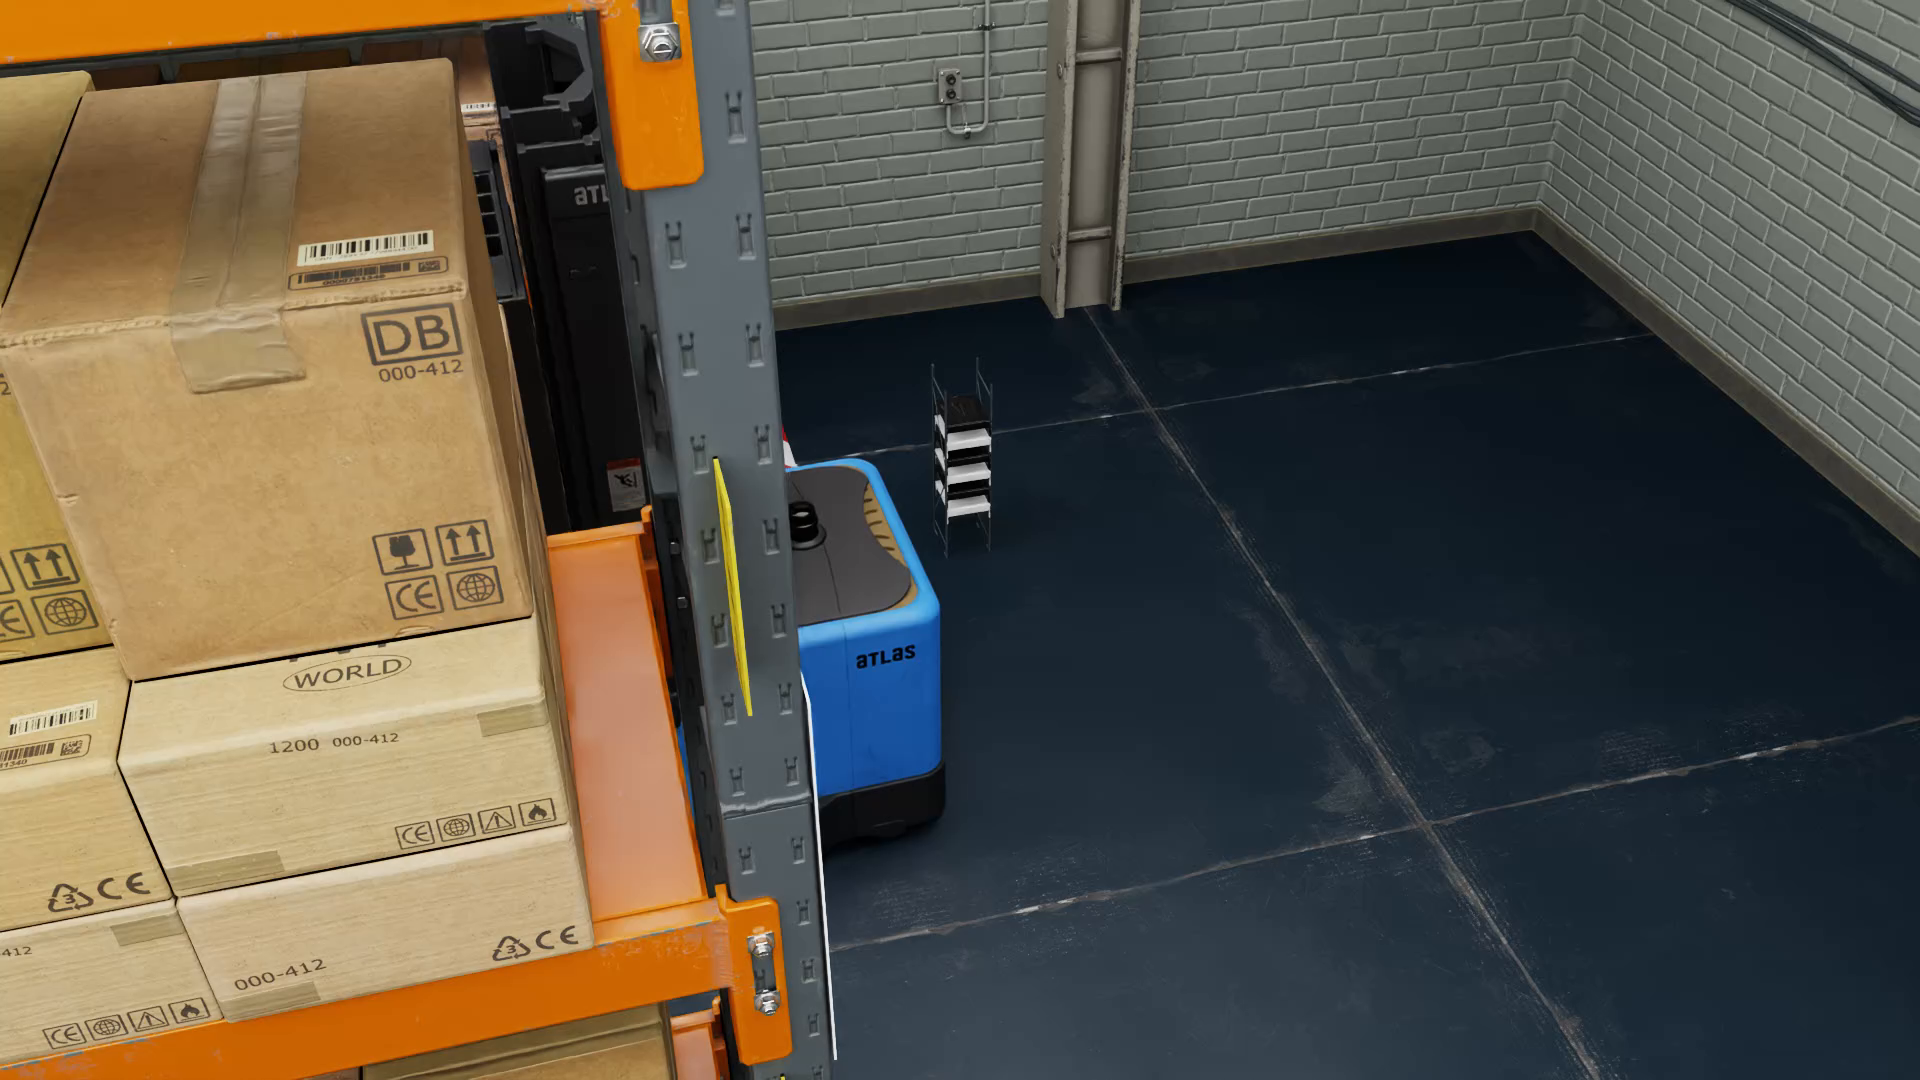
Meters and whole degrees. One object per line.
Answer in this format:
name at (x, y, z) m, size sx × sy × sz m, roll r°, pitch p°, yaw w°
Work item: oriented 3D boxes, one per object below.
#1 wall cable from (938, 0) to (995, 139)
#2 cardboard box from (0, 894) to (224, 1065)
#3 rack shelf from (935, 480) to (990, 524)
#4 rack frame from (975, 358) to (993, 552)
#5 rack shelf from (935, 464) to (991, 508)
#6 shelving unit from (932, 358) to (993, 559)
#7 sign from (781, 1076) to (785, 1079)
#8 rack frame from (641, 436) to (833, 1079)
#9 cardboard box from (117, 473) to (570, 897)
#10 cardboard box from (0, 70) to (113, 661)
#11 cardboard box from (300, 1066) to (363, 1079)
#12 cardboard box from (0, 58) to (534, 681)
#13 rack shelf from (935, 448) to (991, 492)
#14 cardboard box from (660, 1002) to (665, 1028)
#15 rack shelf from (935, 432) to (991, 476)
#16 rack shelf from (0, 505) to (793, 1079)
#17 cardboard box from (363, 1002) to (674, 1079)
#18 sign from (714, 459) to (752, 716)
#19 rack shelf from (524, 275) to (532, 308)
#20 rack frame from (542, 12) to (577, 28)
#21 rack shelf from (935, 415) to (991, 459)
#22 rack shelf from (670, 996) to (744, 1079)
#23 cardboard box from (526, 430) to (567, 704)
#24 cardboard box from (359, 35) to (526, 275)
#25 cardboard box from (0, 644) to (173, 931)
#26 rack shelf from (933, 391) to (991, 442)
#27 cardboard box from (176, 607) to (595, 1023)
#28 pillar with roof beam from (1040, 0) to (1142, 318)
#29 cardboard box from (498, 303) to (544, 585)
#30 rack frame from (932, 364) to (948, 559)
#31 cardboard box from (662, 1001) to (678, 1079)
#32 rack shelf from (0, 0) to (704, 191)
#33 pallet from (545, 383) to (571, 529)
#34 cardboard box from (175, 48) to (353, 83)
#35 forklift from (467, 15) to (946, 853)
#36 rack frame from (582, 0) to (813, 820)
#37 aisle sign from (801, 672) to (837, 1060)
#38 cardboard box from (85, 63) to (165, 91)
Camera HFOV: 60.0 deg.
wall cable at (-0.704, -2.790, 8.092) m, size 1.851 × 1.984 × 0.084 m, roll -9°, pitch 38°, yaw -12°
cardboard box at (-1.311, 0.453, 2.343) m, size 0.500 × 0.250 × 0.500 m, roll -9°, pitch 38°, yaw -12°
rack shelf at (0.008, -0.189, 7.608) m, size 0.200 × 0.077 × 0.258 m, roll -9°, pitch 38°, yaw -12°
rack frame at (0.106, -0.375, 7.499) m, size 0.006 × 0.900 × 0.240 m, roll -9°, pitch 38°, yaw -12°
rack shelf at (0.008, -0.261, 7.553) m, size 0.200 × 0.077 × 0.258 m, roll -9°, pitch 38°, yaw -12°
shelving unit at (0.008, -0.359, 7.478) m, size 0.210 × 0.900 × 0.258 m, roll -9°, pitch 38°, yaw -12°
sign at (-0.273, 1.020, 2.735) m, size 0.005 × 0.325 × 0.100 m, roll -9°, pitch 38°, yaw -12°
rack frame at (-0.398, 1.276, 3.613) m, size 0.127 × 3.000 × 1.000 m, roll -9°, pitch 38°, yaw -12°
cardboard box at (-0.828, 0.177, 2.293) m, size 0.500 × 0.250 × 0.500 m, roll -9°, pitch 38°, yaw -12°
cardboard box at (-1.395, -0.231, 2.210) m, size 0.500 × 0.500 × 0.700 m, roll -9°, pitch 38°, yaw -12°
cardboard box at (-1.244, 1.152, 2.870) m, size 0.500 × 0.500 × 0.500 m, roll -8°, pitch 38°, yaw -11°
cardboard box at (-0.890, -0.261, 2.248) m, size 0.500 × 0.500 × 0.700 m, roll -9°, pitch 38°, yaw -12°
rack shelf at (0.008, -0.332, 7.499) m, size 0.200 × 0.077 × 0.258 m, roll -9°, pitch 38°, yaw -12°
cardboard box at (-0.895, 0.755, 3.389) m, size 0.500 × 0.500 × 0.500 m, roll -8°, pitch 38°, yaw -11°
rack shelf at (0.008, -0.404, 7.444) m, size 0.200 × 0.077 × 0.258 m, roll -9°, pitch 38°, yaw -12°
rack shelf at (-2.329, 0.687, 2.506) m, size 4.000 × 0.370 × 1.077 m, roll -9°, pitch 38°, yaw -12°
cardboard box at (-0.756, 1.071, 2.976) m, size 0.500 × 0.500 × 0.500 m, roll -10°, pitch 38°, yaw -12°
sign at (-0.273, 0.062, 2.003) m, size 0.005 × 0.325 × 0.100 m, roll -9°, pitch 38°, yaw -12°
rack shelf at (-3.624, -1.026, 7.215) m, size 4.000 × 0.370 × 1.077 m, roll -9°, pitch 38°, yaw -12°
rack frame at (-1.693, -1.629, 7.410) m, size 0.127 × 3.000 × 1.000 m, roll -9°, pitch 38°, yaw -12°
rack shelf at (0.008, -0.475, 7.389) m, size 0.200 × 0.077 × 0.258 m, roll -9°, pitch 38°, yaw -12°
rack shelf at (-2.329, 1.879, 3.417) m, size 4.000 × 0.370 × 1.077 m, roll -9°, pitch 38°, yaw -12°
cardboard box at (-0.960, 0.077, 2.835) m, size 0.500 × 0.250 × 0.500 m, roll -9°, pitch 38°, yaw -12°
cardboard box at (-2.183, -1.661, 7.206) m, size 0.700 × 0.700 × 0.980 m, roll -8°, pitch 38°, yaw -10°
cardboard box at (-1.310, 0.256, 2.189) m, size 0.500 × 0.250 × 0.500 m, roll -9°, pitch 38°, yaw -12°
rack shelf at (0.008, -0.547, 7.334) m, size 0.200 × 0.077 × 0.258 m, roll -9°, pitch 38°, yaw -12°
cardboard box at (-0.825, 0.381, 2.438) m, size 0.500 × 0.250 × 0.500 m, roll -9°, pitch 38°, yaw -12°
pillar with roof beam at (1.810, -2.421, 3.509) m, size 0.400 × 9.000 × 9.100 m, roll -9°, pitch 38°, yaw -12°
cardboard box at (-0.962, -0.125, 2.688) m, size 0.500 × 0.250 × 0.500 m, roll -9°, pitch 38°, yaw -12°
rack frame at (-0.090, -0.343, 7.457) m, size 0.006 × 0.900 × 0.240 m, roll -9°, pitch 38°, yaw -12°
cardboard box at (-0.895, 1.152, 3.693) m, size 0.500 × 0.500 × 0.500 m, roll -9°, pitch 38°, yaw -11°
rack shelf at (-2.329, -0.503, 1.595) m, size 4.000 × 0.370 × 1.077 m, roll -9°, pitch 38°, yaw -12°
pallet at (-2.445, -0.349, 8.032) m, size 1.213 × 0.211 × 1.003 m, roll -9°, pitch 38°, yaw -12°
cardboard box at (-2.883, -1.539, 7.047) m, size 0.700 × 0.700 × 0.980 m, roll -10°, pitch 38°, yaw -12°
forklift at (-1.630, -0.103, 5.472) m, size 3.031 × 2.935 × 1.130 m, roll -11°, pitch 39°, yaw -13°
rack frame at (-0.398, -1.106, 1.790) m, size 0.127 × 3.000 × 1.000 m, roll -9°, pitch 38°, yaw -12°
aisle sign at (-0.252, 0.413, 2.602) m, size 0.004 × 0.787 × 0.394 m, roll -9°, pitch 38°, yaw -12°
cardboard box at (-3.621, -1.424, 6.896) m, size 0.700 × 0.700 × 0.980 m, roll -11°, pitch 39°, yaw -14°
